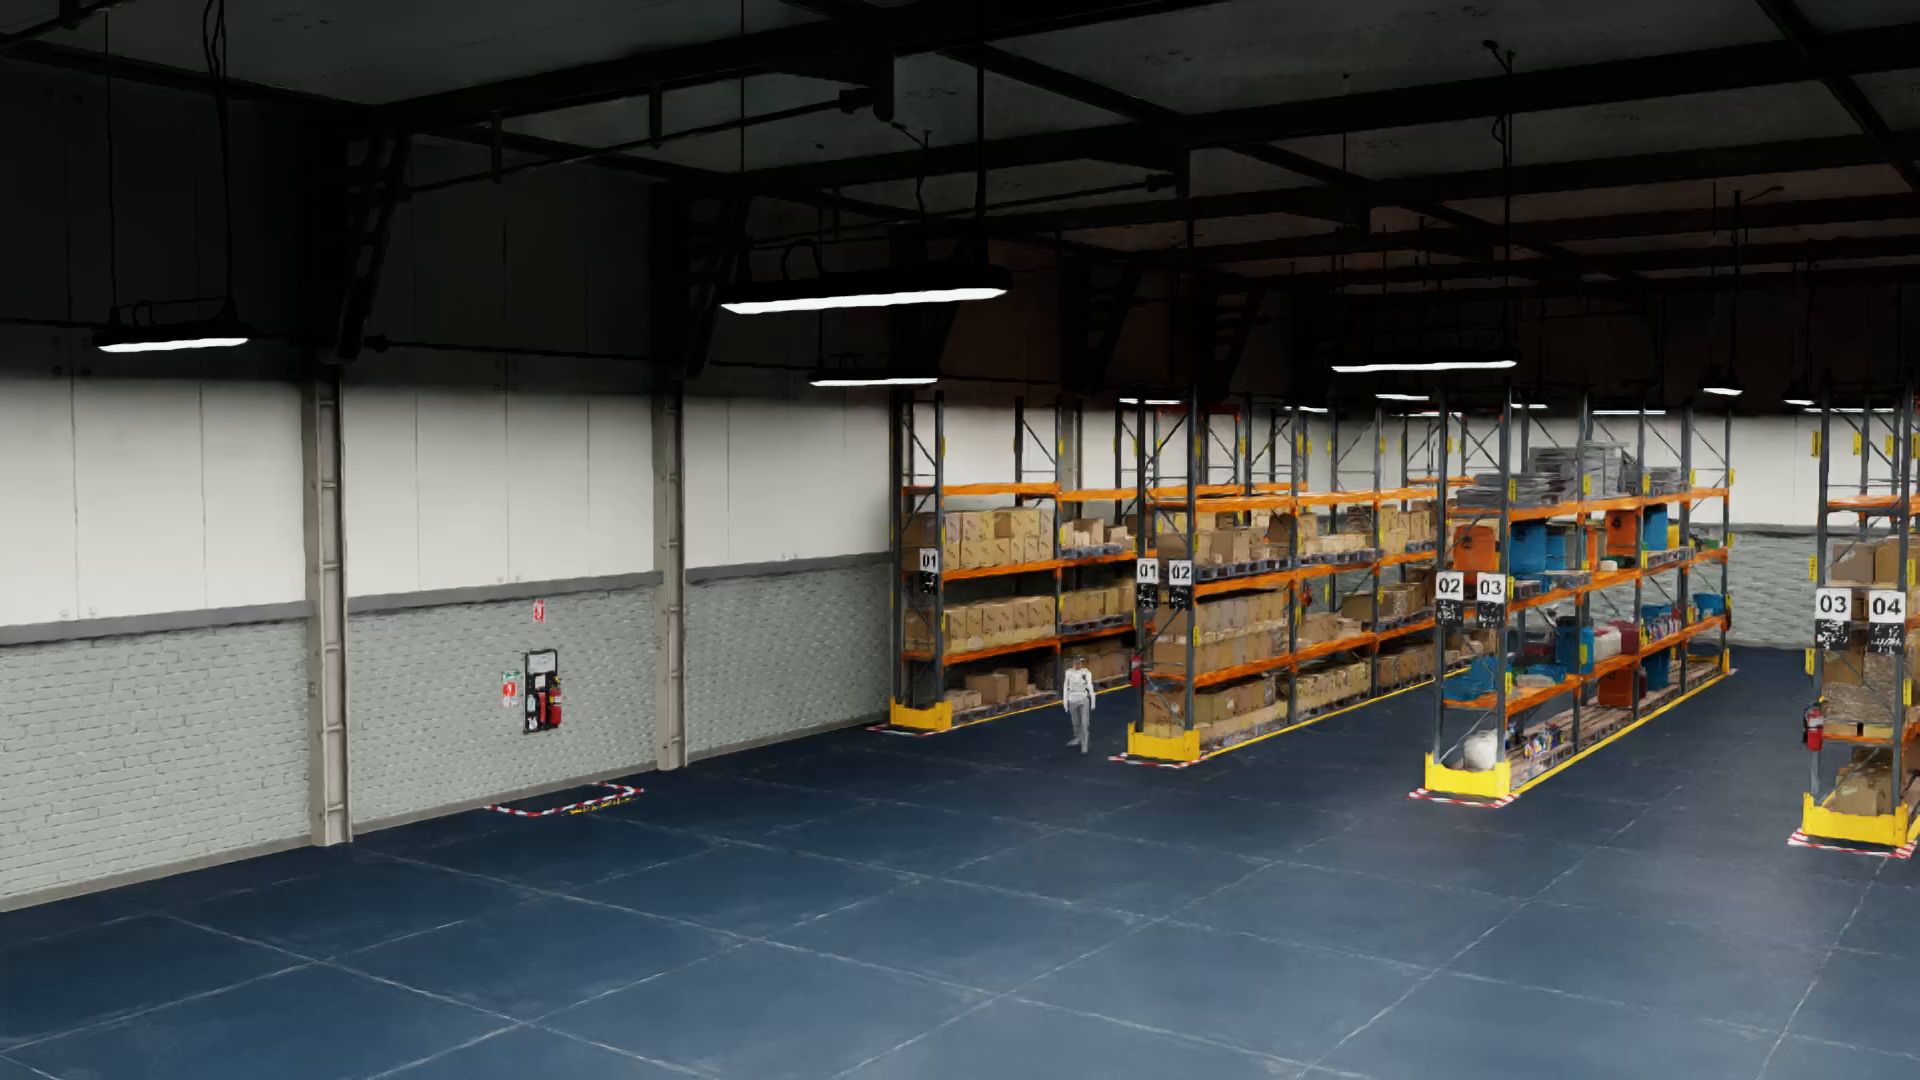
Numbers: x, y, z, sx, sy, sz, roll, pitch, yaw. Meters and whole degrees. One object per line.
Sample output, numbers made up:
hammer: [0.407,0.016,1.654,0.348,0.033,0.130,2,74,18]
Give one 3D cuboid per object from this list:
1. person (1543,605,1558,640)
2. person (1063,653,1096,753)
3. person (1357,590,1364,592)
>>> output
person: [12.419,2.231,34.875,0.372,1.737,0.526,0,3,7]
person: [1.954,2.654,27.368,0.529,1.621,0.938,1,3,15]
person: [9.212,1.994,38.159,0.729,1.733,0.546,2,4,33]
